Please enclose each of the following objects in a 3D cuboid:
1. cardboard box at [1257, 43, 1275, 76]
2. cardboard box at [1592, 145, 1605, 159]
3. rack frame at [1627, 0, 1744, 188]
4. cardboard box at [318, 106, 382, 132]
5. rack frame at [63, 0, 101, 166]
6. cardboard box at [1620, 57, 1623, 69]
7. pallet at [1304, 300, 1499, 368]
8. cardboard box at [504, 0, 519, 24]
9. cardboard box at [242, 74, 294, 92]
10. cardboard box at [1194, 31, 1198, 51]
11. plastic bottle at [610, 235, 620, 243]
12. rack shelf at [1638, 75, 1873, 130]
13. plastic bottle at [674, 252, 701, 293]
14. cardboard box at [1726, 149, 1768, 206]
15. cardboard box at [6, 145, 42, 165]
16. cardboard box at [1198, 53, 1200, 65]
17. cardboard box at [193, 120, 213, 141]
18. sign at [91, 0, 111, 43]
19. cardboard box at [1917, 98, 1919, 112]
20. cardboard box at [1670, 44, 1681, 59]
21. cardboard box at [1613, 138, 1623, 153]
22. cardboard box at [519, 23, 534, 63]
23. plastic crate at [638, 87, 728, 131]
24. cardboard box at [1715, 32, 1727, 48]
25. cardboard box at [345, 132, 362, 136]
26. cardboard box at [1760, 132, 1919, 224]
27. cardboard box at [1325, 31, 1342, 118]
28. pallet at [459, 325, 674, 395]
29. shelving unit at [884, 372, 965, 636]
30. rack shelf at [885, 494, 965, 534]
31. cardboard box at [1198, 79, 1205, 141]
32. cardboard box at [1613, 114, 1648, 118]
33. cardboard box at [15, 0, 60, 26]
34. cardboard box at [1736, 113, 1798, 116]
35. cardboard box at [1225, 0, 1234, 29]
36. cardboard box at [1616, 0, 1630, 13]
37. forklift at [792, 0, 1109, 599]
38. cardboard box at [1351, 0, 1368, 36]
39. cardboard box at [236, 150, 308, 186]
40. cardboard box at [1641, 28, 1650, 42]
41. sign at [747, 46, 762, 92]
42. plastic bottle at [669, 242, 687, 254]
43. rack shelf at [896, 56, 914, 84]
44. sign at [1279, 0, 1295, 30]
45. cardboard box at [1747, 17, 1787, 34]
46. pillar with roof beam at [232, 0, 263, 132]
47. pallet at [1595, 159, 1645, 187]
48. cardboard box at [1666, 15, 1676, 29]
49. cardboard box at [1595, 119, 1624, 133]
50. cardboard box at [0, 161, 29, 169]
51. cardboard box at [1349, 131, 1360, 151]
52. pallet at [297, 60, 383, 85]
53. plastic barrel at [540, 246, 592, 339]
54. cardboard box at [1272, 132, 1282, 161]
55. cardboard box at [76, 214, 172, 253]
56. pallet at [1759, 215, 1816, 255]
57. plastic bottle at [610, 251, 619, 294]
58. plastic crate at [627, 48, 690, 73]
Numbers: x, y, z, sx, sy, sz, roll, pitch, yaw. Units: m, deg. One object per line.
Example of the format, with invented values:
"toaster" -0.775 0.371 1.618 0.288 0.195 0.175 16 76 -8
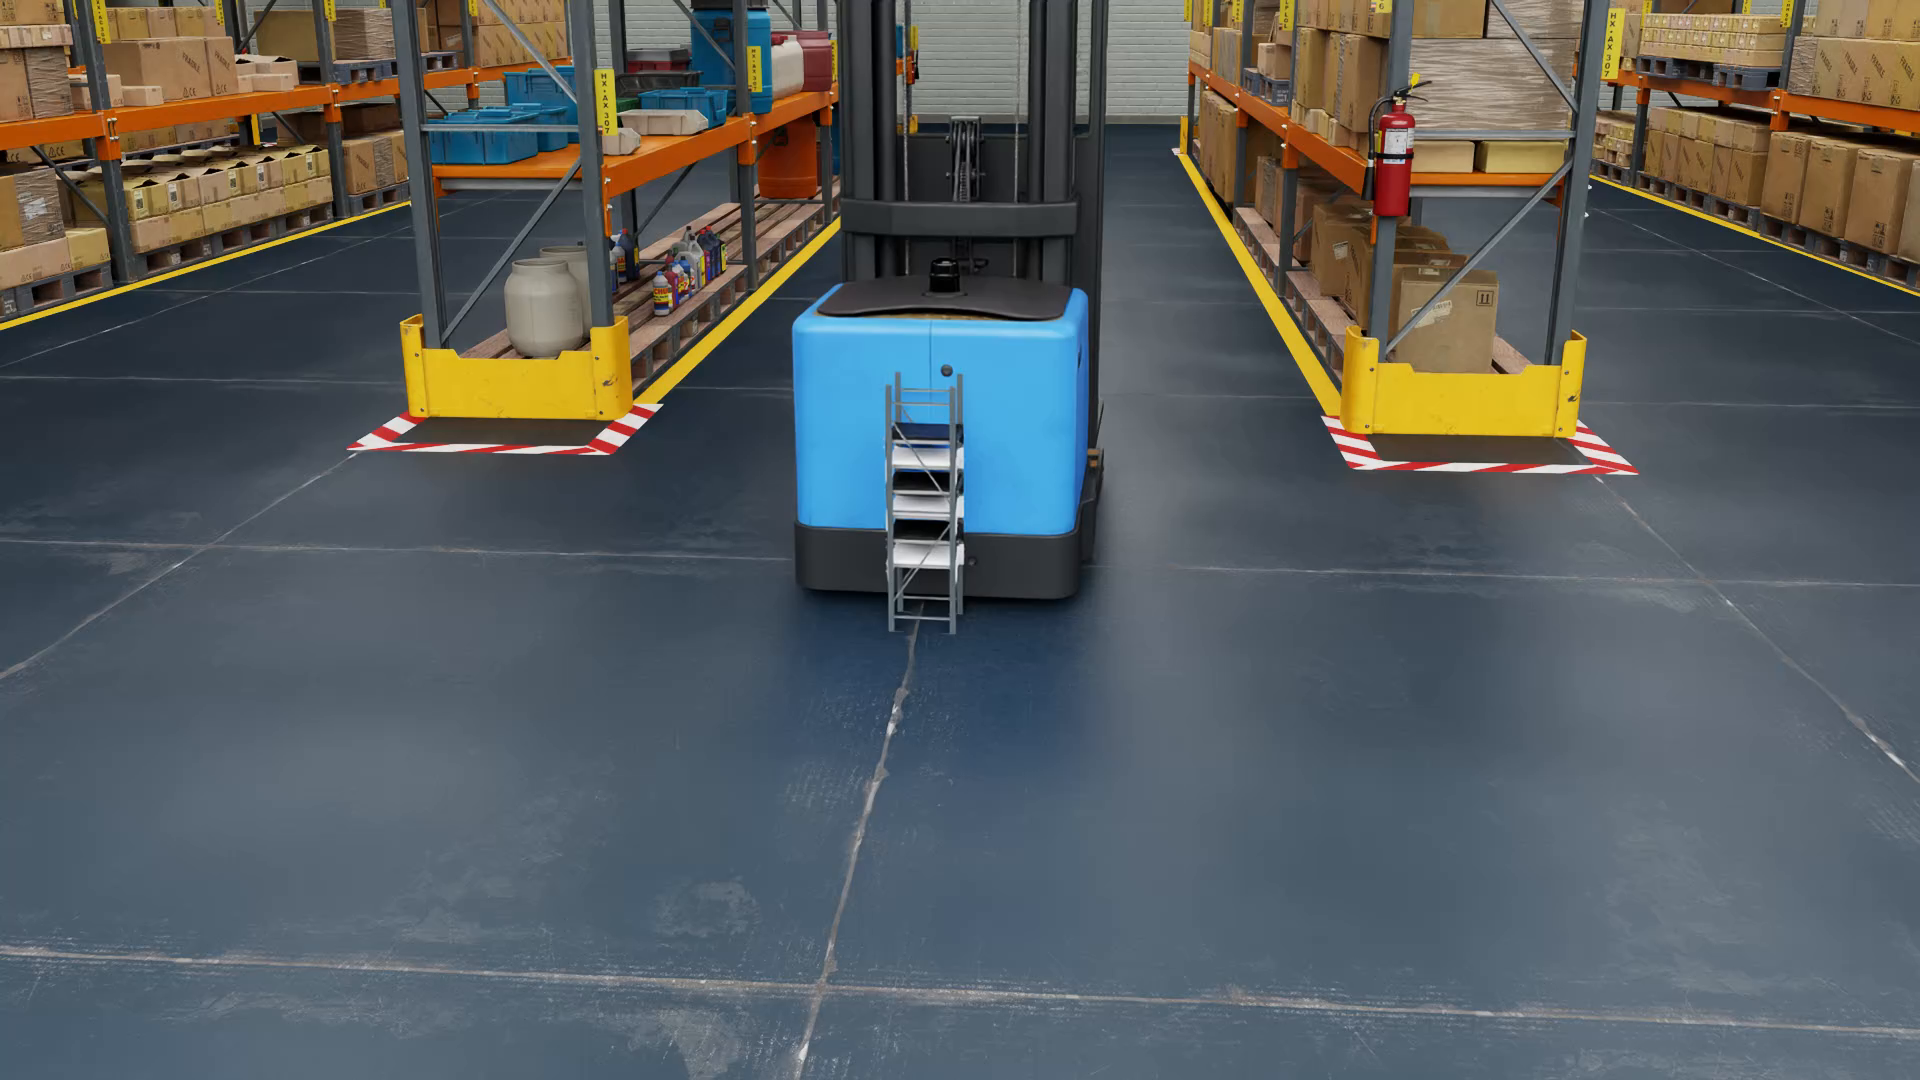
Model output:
"cardboard box" 2.819 -4.091 14.157 0.500 0.250 0.500 1 18 2
"cardboard box" 8.158 -4.874 20.884 0.380 0.149 0.250 1 18 4
"rack frame" 8.395 -5.578 19.129 1.000 3.000 0.127 1 18 4
"cardboard box" -6.810 -4.709 18.580 0.500 0.250 0.500 1 18 3
"rack frame" -11.366 -6.052 20.575 1.000 3.000 0.127 1 18 4
"cardboard box" 8.258 -5.795 20.196 0.380 0.149 0.250 1 18 2
"pallet" 2.784 -1.321 10.616 1.003 0.211 1.213 1 18 4
"cardboard box" -6.037 -6.925 21.474 0.500 0.500 0.500 1 18 2
"cardboard box" -6.501 -4.295 15.618 0.380 0.149 0.250 1 18 4
"cardboard box" 3.368 -6.572 21.926 0.500 0.250 0.500 1 18 2
"plastic bottle" -2.514 -2.071 12.093 0.152 0.276 0.135 2 18 6
"rack shelf" 8.252 -4.615 17.346 1.077 0.370 4.000 1 18 4
"plastic bottle" -1.869 -1.844 11.401 0.152 0.276 0.135 2 18 5
"cardboard box" 7.895 -3.558 16.303 0.500 0.500 0.500 1 18 4
"cardboard box" -11.344 -4.749 19.377 0.750 0.750 0.750 2 18 6
"cardboard box" 3.262 -6.181 21.373 0.380 0.149 0.250 2 18 5
"cardboard box" -11.066 -5.931 23.546 0.700 0.500 0.500 1 18 4
"sign" -6.445 -3.895 12.475 0.100 0.325 0.005 1 18 4
"cardboard box" 7.629 -3.466 12.523 0.500 0.500 0.500 1 18 3
"cardboard box" 7.836 -5.225 17.782 0.380 0.149 0.250 0 18 1
"cardboard box" 8.108 -4.753 20.039 0.380 0.149 0.250 0 18 1
"cardboard box" -6.010 -6.615 22.132 0.500 0.500 0.500 1 18 3
"plastic crate" -1.867 -2.926 11.273 0.499 0.251 0.616 1 18 4
"cardboard box" 7.742 -4.963 16.504 0.380 0.149 0.250 1 18 4
"cardboard box" -6.842 -4.178 18.164 0.500 0.500 0.500 1 18 2
"cardboard box" 7.975 -3.279 15.052 1.050 0.750 0.750 1 18 3
"cardboard box" 2.705 -2.820 10.073 0.875 0.500 0.500 1 18 4
"pallet" -2.323 -1.056 9.805 1.003 0.211 1.213 1 18 4
"shelving unit" -0.122 -0.125 5.860 0.258 0.900 0.210 2 18 7
"rack shelf" -0.122 -0.094 5.871 0.258 0.077 0.200 2 18 7
"cardboard box" 3.776 -5.952 23.008 0.875 0.875 0.875 1 18 4
"cardboard box" 8.848 -5.539 21.958 0.380 0.149 0.250 1 18 2
"cardboard box" -7.024 -3.984 12.020 0.700 0.500 0.500 1 18 4
"cardboard box" 8.520 -4.385 17.625 0.500 0.250 0.500 0 18 1
"cardboard box" 3.418 -6.046 18.785 0.797 0.503 0.637 1 18 2
"cardboard box" 8.191 -6.555 19.866 0.500 0.500 0.500 1 18 2
"forklift" 0.079 -1.593 7.077 1.130 2.935 3.031 2 18 7
"cardboard box" 2.418 -2.989 8.984 0.500 0.500 0.500 1 18 4
"cardboard box" -6.535 -3.530 15.719 0.500 0.311 0.500 1 18 3
"cardboard box" 7.908 -5.688 18.715 0.380 0.149 0.250 2 18 5
"sign" -1.510 -3.462 12.227 0.100 0.325 0.005 1 18 4
"plastic bottle" -1.980 -1.990 11.848 0.152 0.276 0.135 1 18 4
"rack shelf" -1.341 -6.110 21.908 1.077 0.370 4.000 1 18 4
"sign" 2.328 -3.797 11.834 0.100 0.325 0.005 1 18 4
"cardboard box" 7.687 -4.861 15.715 0.380 0.149 0.250 1 18 2
"pillar with roof beam" -7.455 -10.907 25.757 9.100 9.000 0.400 1 18 4
"pallet" 8.408 -4.462 20.202 1.003 0.211 1.213 1 18 4
"cardboard box" 7.853 -5.585 17.924 0.380 0.149 0.250 1 18 3
"cardboard box" 8.182 -5.229 21.011 0.380 0.149 0.250 1 18 2
"cardboard box" -7.344 -2.570 12.486 0.500 0.500 0.500 1 18 4
"cardboard box" 2.483 -2.356 9.698 0.380 0.149 0.250 1 18 4
"pallet" -6.733 -4.821 17.127 1.213 0.211 1.003 1 18 4
"plastic barrel" -2.338 -1.483 9.952 0.421 0.512 0.421 0 18 0
"cardboard box" 3.151 -3.647 15.338 0.500 0.250 0.500 2 18 6
"cardboard box" -6.723 -2.471 13.387 0.500 0.250 0.500 1 18 3
"pallet" 7.977 -2.767 15.030 1.003 0.211 1.213 1 18 4
"plastic bottle" -2.424 -1.833 11.368 0.152 0.276 0.135 1 18 4
"plastic crate" -2.329 -3.534 12.787 0.402 0.464 0.583 1 18 4
